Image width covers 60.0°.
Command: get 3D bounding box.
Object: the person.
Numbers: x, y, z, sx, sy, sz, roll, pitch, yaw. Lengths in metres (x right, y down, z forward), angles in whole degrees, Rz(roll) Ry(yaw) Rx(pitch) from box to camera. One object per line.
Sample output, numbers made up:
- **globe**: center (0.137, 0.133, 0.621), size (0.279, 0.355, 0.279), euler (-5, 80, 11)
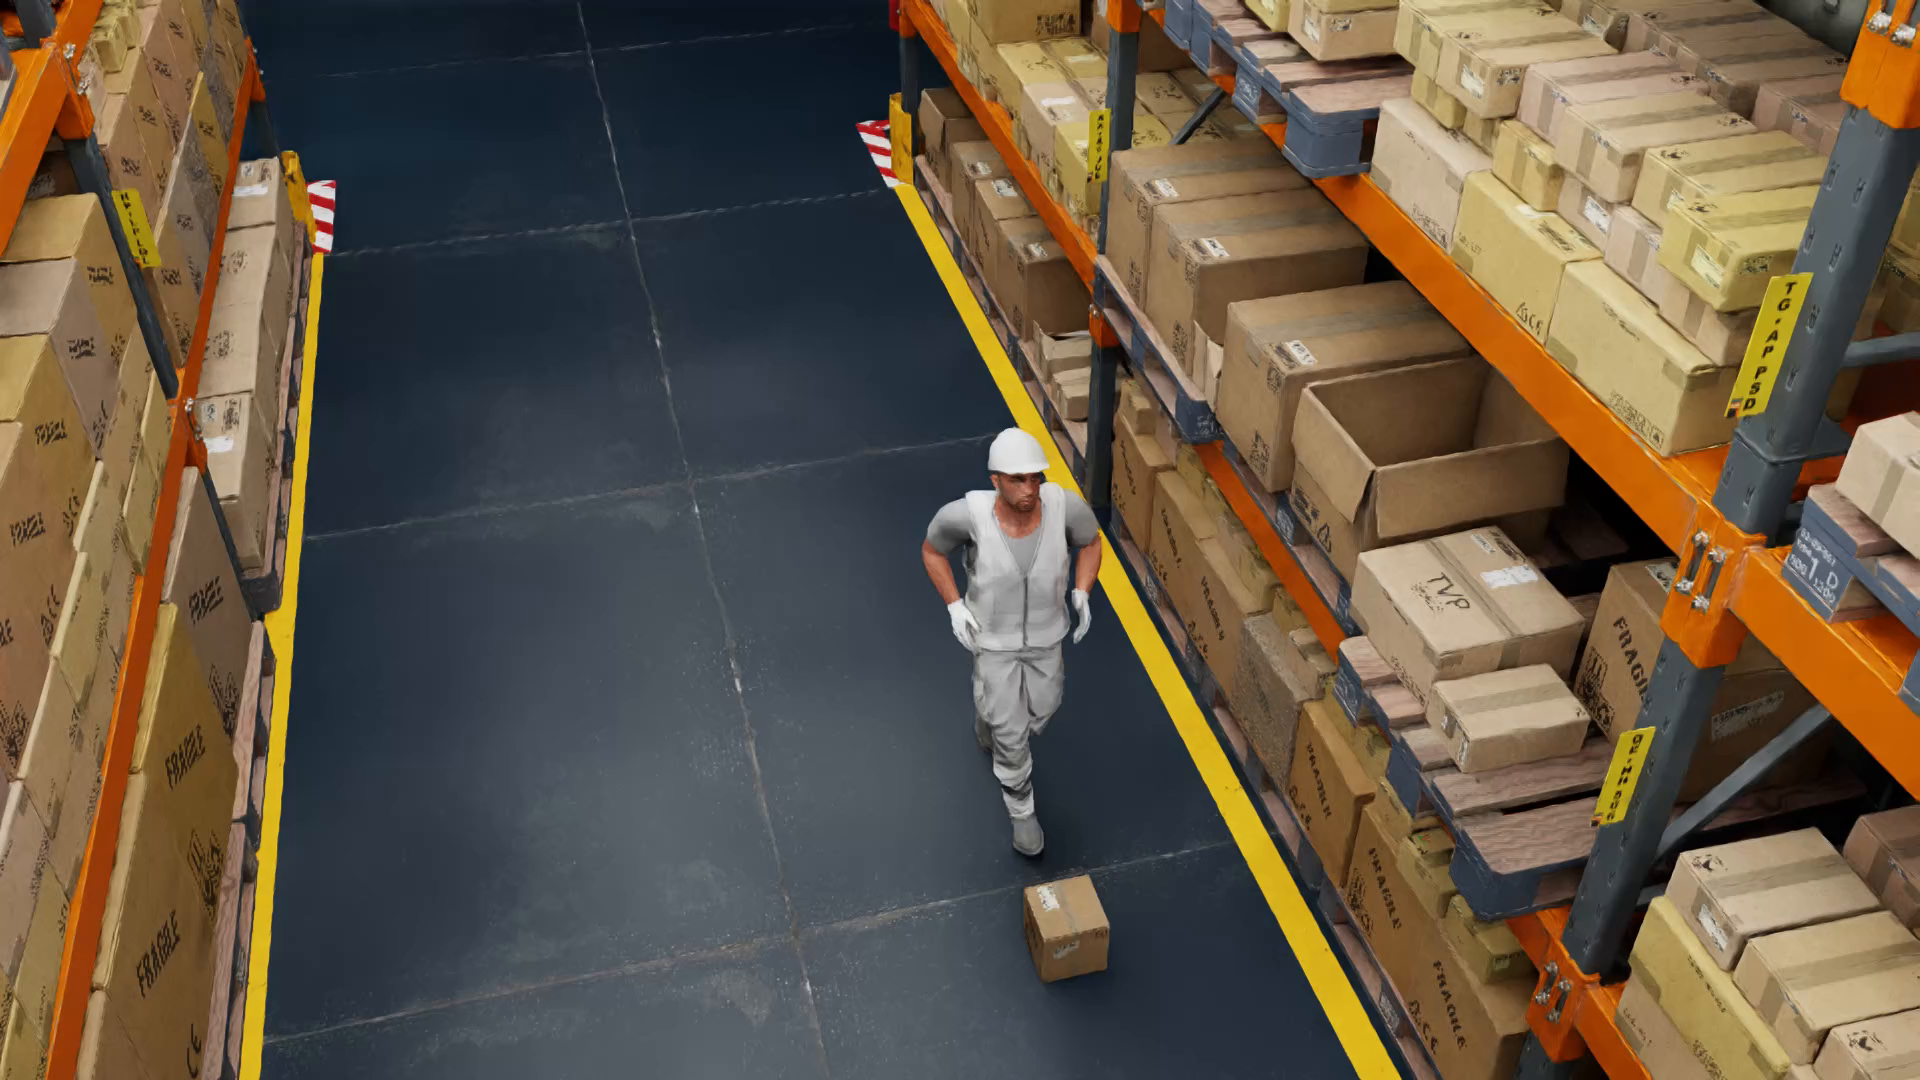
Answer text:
- **person**: center (0.220, 0.331, 6.271), size (0.669, 1.770, 0.772), euler (-8, 39, -11)
